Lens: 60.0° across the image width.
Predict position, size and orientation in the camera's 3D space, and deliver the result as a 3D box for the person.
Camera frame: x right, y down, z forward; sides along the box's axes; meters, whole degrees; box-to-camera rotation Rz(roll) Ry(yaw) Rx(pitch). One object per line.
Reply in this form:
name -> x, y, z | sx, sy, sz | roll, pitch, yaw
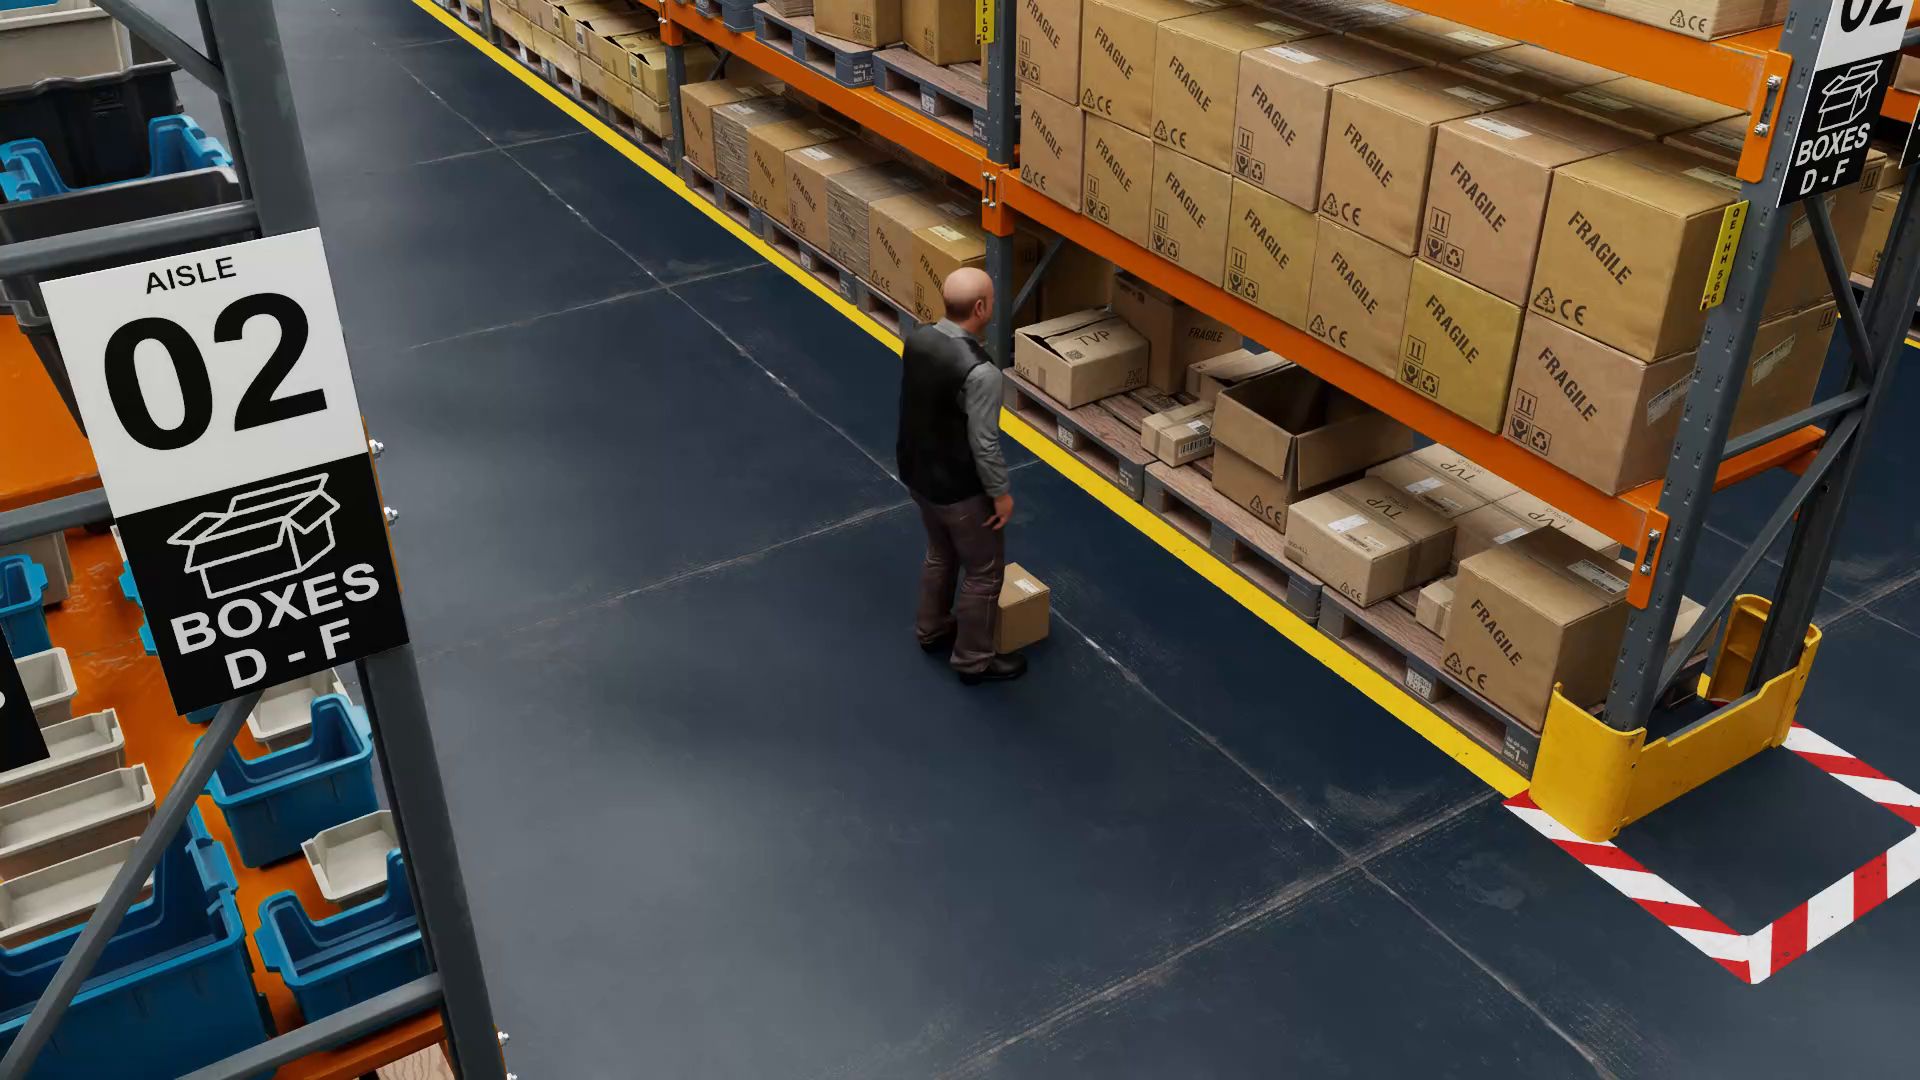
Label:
person -> -0.024, -0.238, 6.536 | 0.417, 1.720, 0.580 | -20, 38, -29
